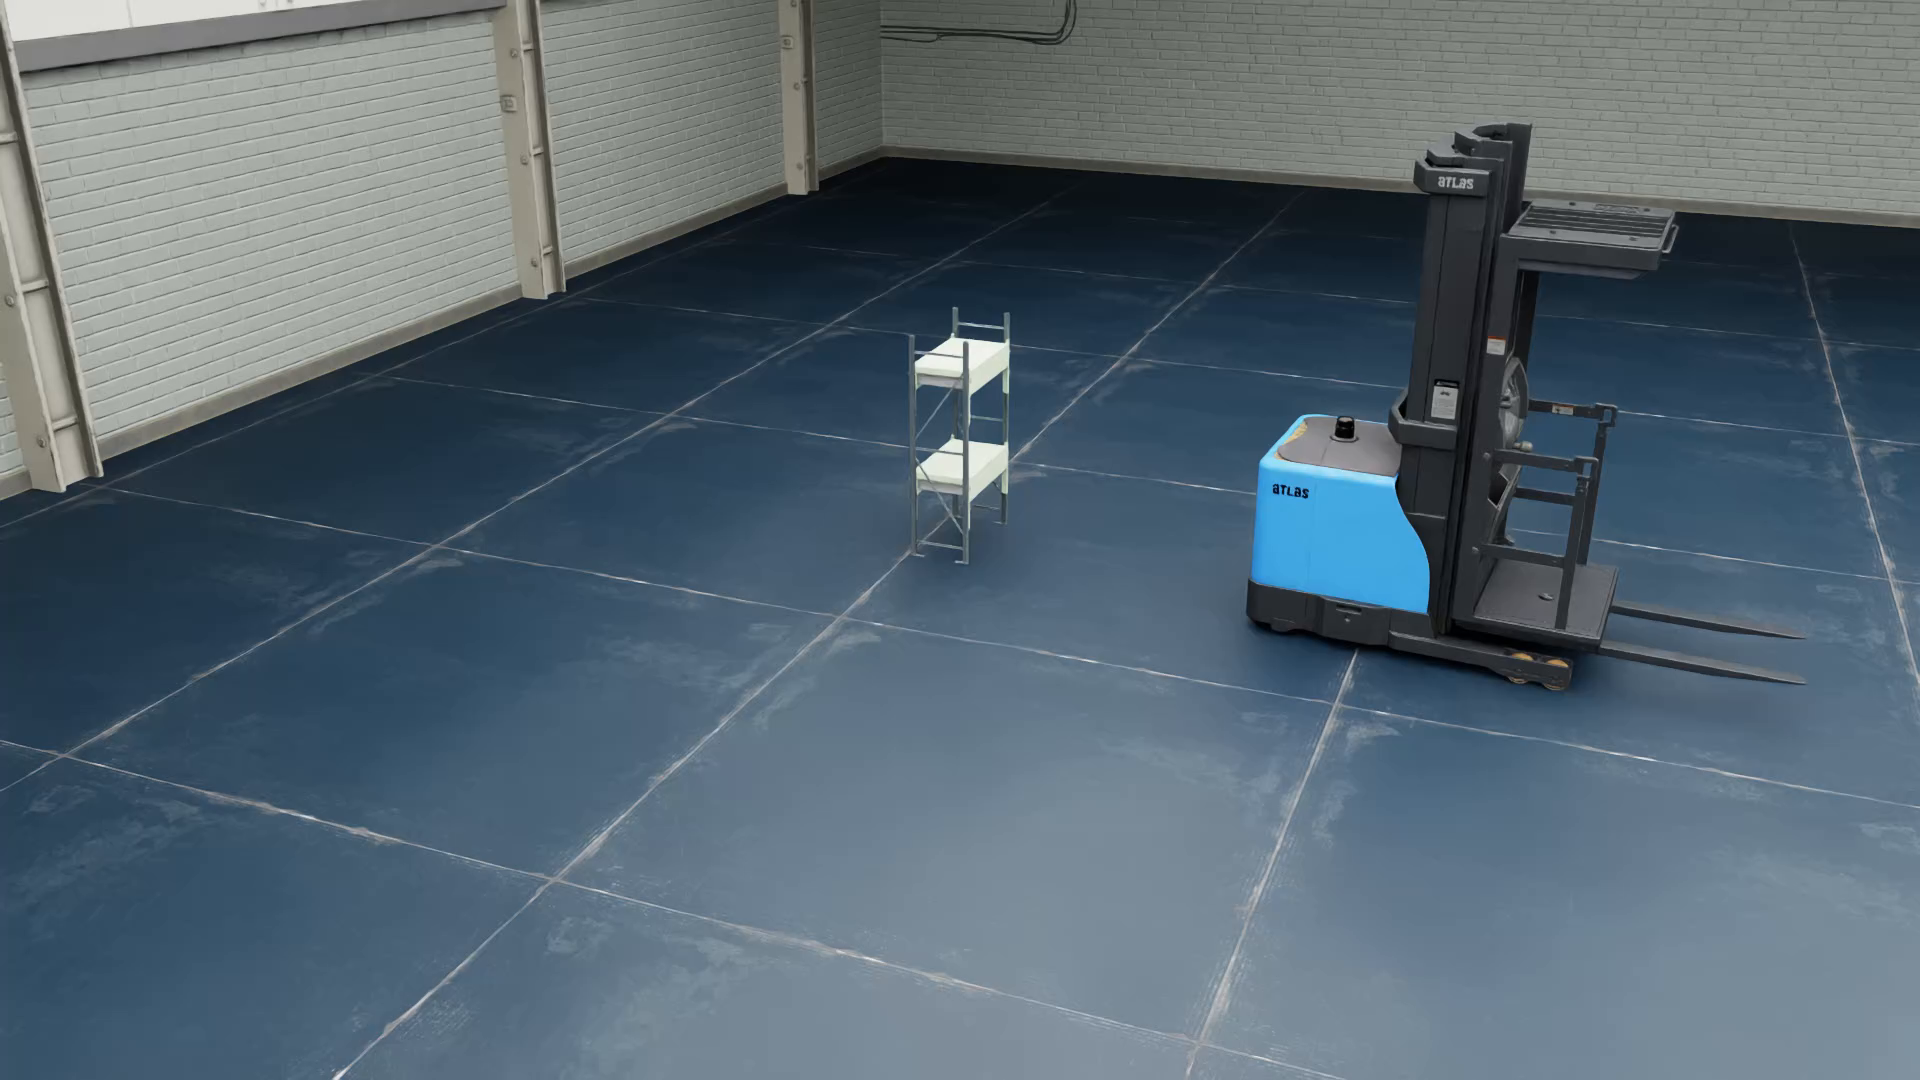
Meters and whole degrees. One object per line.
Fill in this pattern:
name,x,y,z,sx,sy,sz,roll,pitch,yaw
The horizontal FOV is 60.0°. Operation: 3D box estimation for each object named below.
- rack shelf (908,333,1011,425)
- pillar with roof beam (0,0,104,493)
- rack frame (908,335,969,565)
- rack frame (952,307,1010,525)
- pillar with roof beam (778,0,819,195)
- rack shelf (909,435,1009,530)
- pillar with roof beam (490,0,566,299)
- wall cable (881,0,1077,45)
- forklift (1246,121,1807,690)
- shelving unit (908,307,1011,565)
rack shelf,0.002,-1.055,10.816,0.431,0.370,0.720,9,24,20
pillar with roof beam,-2.599,-3.970,9.079,9.100,9.000,0.400,9,24,20
rack frame,-0.133,-0.563,10.653,0.400,1.500,0.023,9,24,20
rack frame,0.138,-0.825,11.280,0.400,1.500,0.023,9,24,20
pillar with roof beam,1.859,-8.264,19.360,9.100,9.000,0.400,9,24,20
rack shelf,0.002,-0.394,11.092,0.431,0.370,0.720,9,24,20
pillar with roof beam,-0.370,-6.117,14.219,9.100,9.000,0.400,9,24,20
wall cable,0.184,-8.313,23.504,3.097,2.526,0.112,9,24,20
forklift,3.277,-0.750,9.242,3.031,2.935,1.130,10,25,23
shelving unit,0.002,-0.694,10.967,0.431,1.500,0.755,9,24,20
